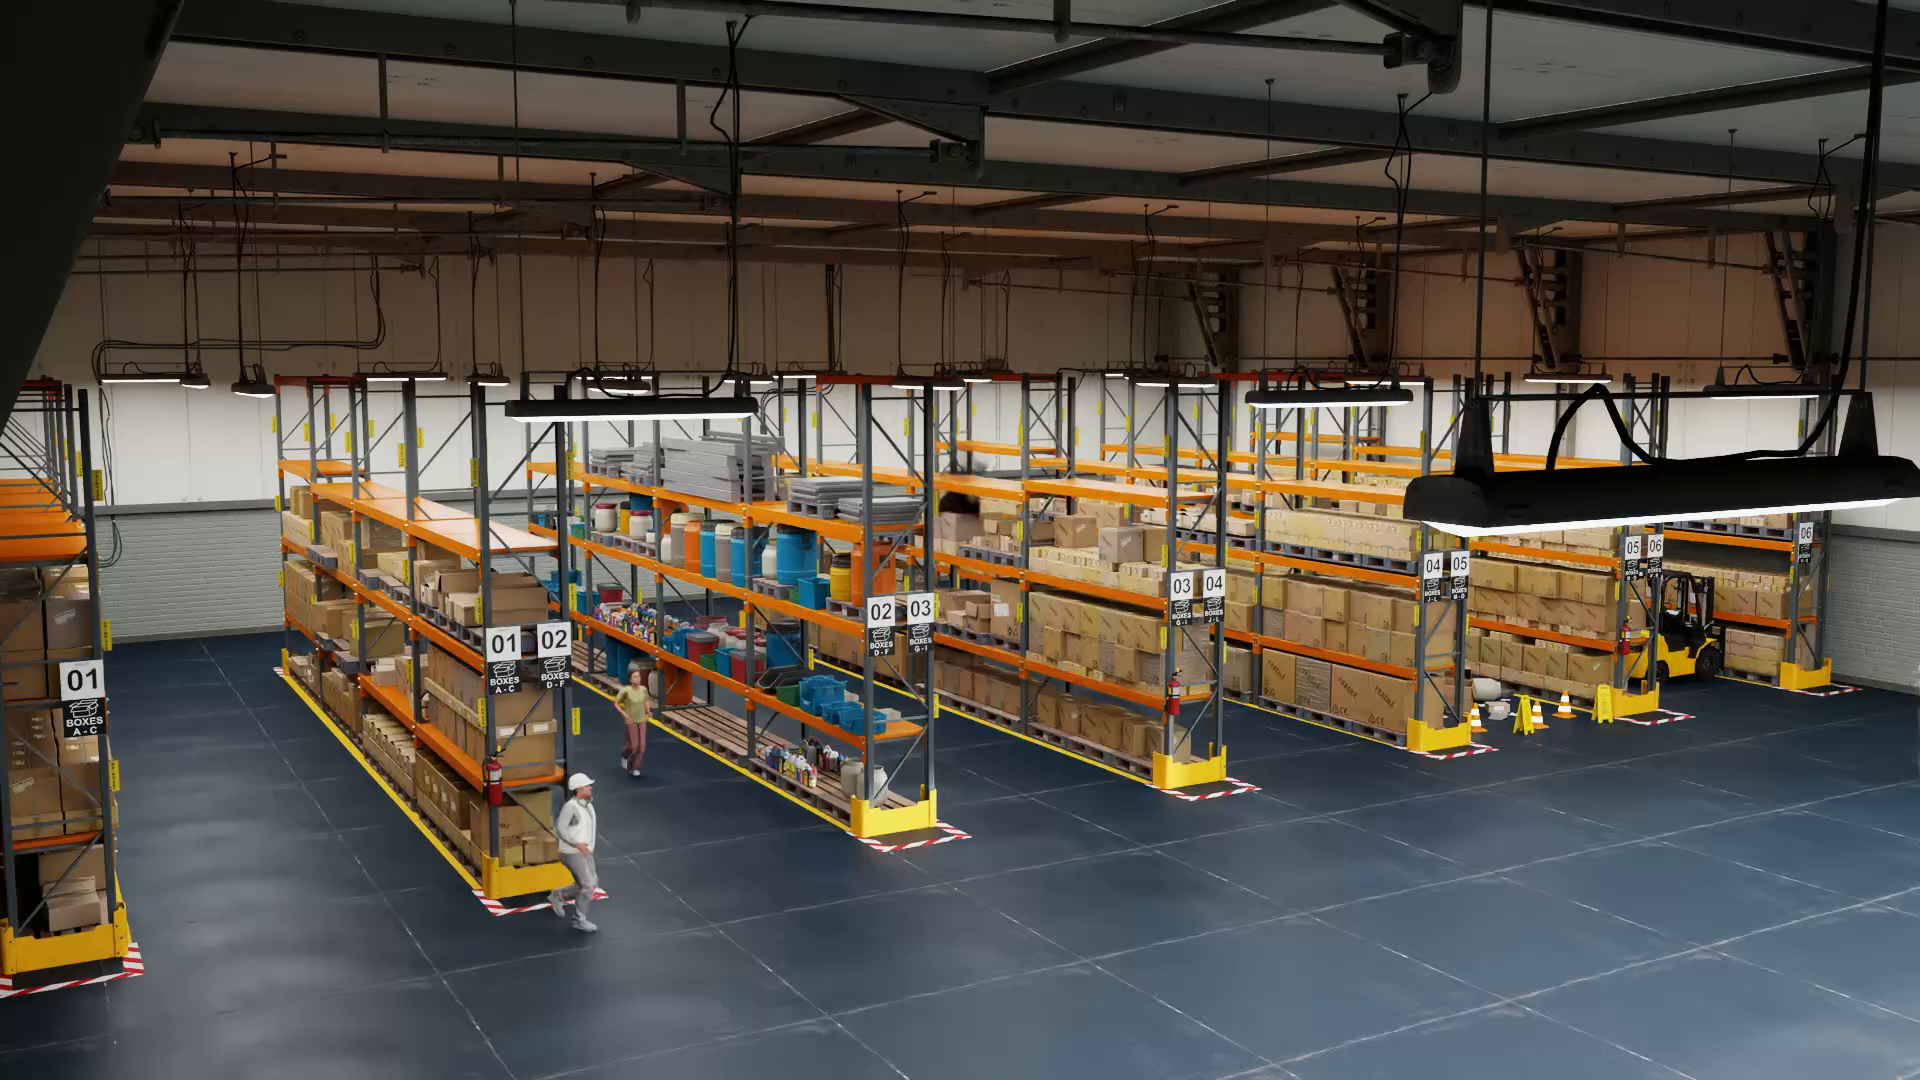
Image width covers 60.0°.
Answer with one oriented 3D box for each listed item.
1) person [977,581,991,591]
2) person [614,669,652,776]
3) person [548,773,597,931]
[{"bbox_3d":[0.740,0.843,42.800,0.770,1.722,0.528,-3,7,-28],"label":"person"},{"bbox_3d":[-4.940,2.761,25.258,0.563,1.624,0.533,-5,8,-38],"label":"person"},{"bbox_3d":[-4.319,3.464,18.556,0.614,1.737,0.685,1,6,10],"label":"person"}]
